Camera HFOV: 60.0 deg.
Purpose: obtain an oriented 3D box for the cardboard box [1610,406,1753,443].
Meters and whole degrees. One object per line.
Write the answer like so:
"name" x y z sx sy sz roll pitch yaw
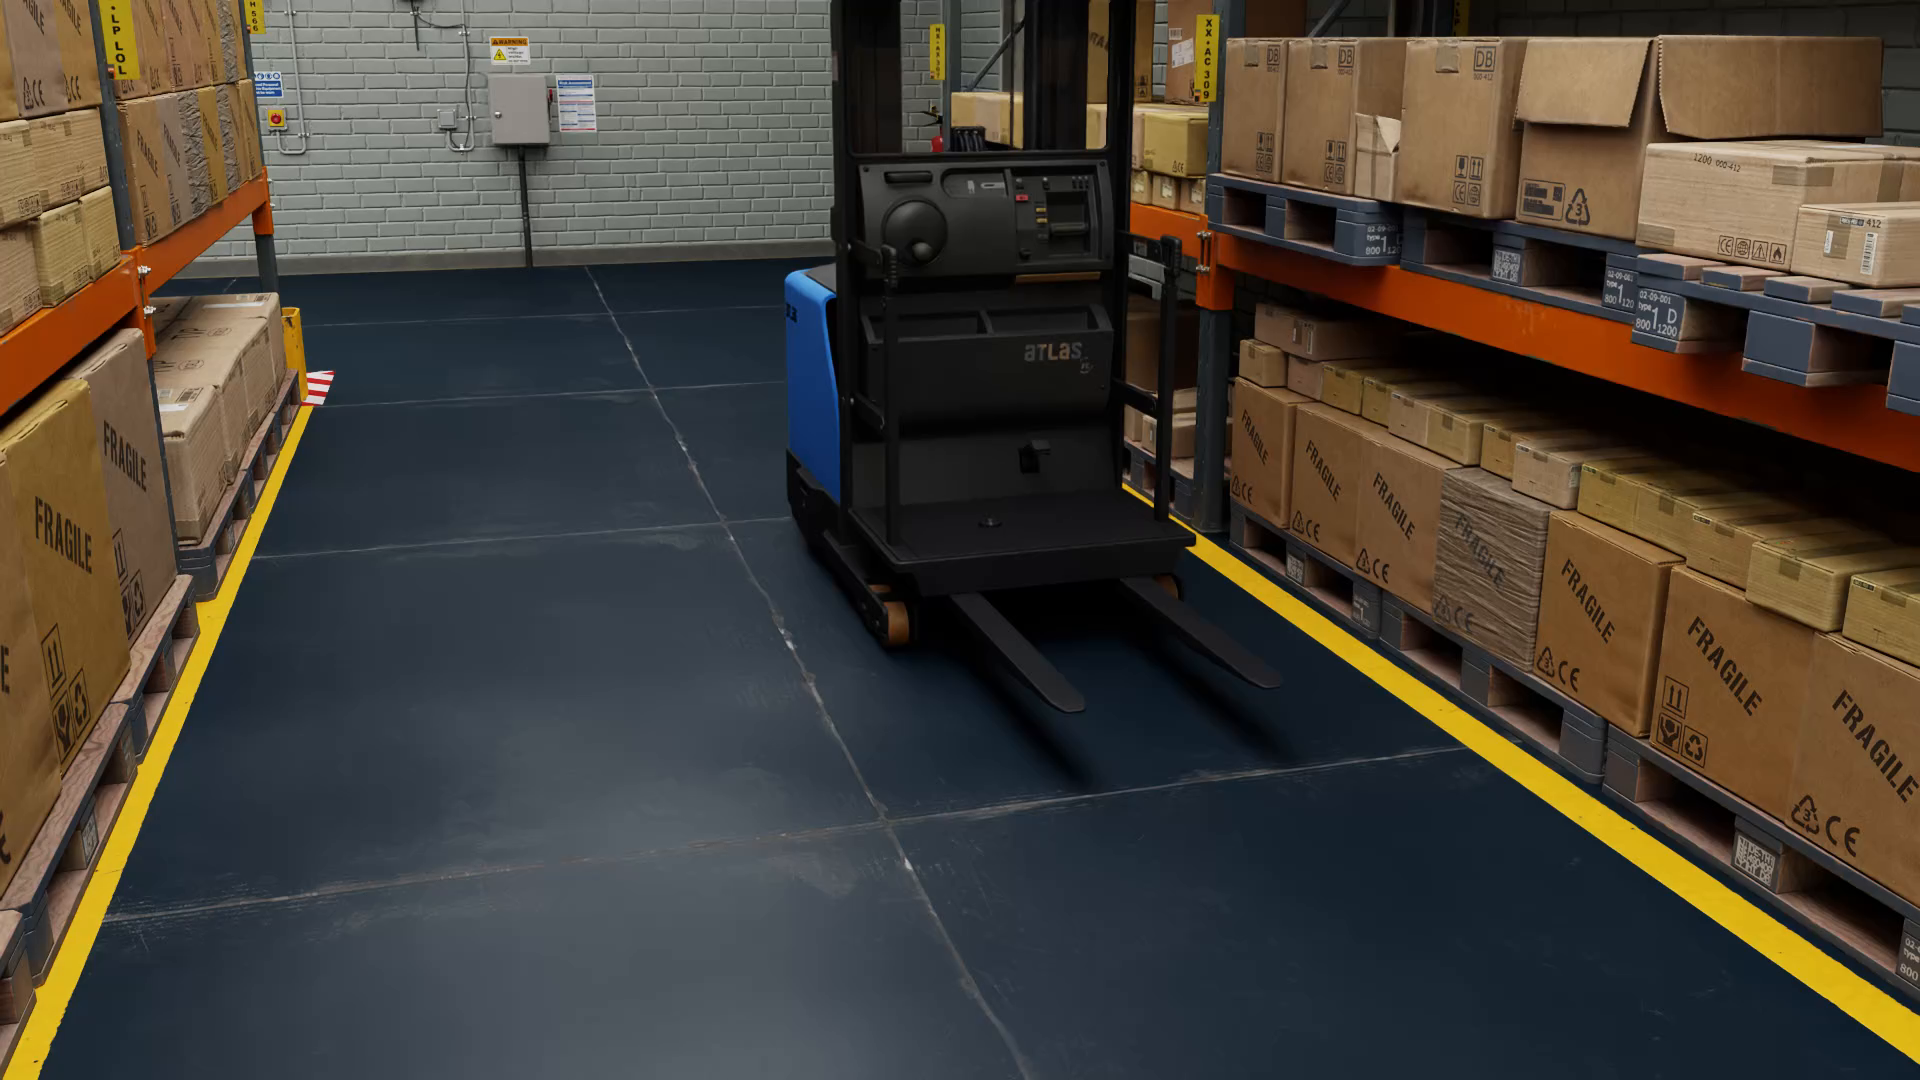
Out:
"cardboard box" 2.302 -0.320 5.291 0.380 0.149 0.250 -5 18 -17

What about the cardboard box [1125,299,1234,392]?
"cardboard box" 0.947 -0.918 8.411 0.700 0.500 0.500 -5 18 -17

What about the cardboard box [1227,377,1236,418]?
"cardboard box" 1.532 -0.626 7.767 0.500 0.311 0.500 -4 17 -13

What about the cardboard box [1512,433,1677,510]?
"cardboard box" 1.869 -0.205 4.909 0.380 0.149 0.250 -6 18 -18

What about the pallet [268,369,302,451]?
"pallet" -4.090 -0.674 8.829 1.003 0.211 1.213 -5 17 -15

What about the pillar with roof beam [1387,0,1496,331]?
"pillar with roof beam" -1.978 -4.308 5.652 9.100 9.000 0.400 -5 17 -15

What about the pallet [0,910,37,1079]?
"pallet" -2.330 1.100 2.923 1.003 0.211 1.213 -5 17 -15

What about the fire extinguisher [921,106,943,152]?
"fire extinguisher" -0.098 -2.406 10.532 0.296 0.674 0.183 -5 17 -15

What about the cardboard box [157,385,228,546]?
"cardboard box" -3.355 -0.274 6.374 0.875 0.438 0.875 -5 17 -16

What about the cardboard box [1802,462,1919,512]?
"cardboard box" 2.564 -0.109 4.589 0.380 0.149 0.250 -6 18 -18

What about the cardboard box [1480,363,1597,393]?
"cardboard box" 2.113 -0.539 6.021 0.380 0.149 0.250 -6 18 -18

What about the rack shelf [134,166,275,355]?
"rack shelf" -3.835 -1.327 7.405 1.077 0.370 4.000 -5 17 -15

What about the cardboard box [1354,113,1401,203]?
"cardboard box" 1.499 -1.234 5.348 0.396 0.266 0.258 -4 17 -13

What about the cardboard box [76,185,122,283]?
"cardboard box" -2.920 -0.942 5.135 0.500 0.250 0.500 -5 17 -17

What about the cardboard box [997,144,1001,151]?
"cardboard box" 0.433 -2.248 9.659 0.380 0.149 0.250 -5 17 -16

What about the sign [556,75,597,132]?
"sign" -3.479 -3.959 15.082 0.329 0.494 0.001 -5 17 -15

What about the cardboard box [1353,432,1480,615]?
"cardboard box" 1.692 -0.079 5.616 0.500 0.500 0.500 -5 17 -17

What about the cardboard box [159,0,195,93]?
"cardboard box" -3.446 -2.078 6.745 0.500 0.500 0.500 -4 17 -14

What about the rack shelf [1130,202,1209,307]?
"rack shelf" 0.937 -1.720 8.715 1.077 0.370 4.000 -5 17 -15

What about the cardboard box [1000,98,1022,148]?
"cardboard box" 0.534 -2.262 9.013 0.500 0.250 0.500 -5 17 -16

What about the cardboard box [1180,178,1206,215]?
"cardboard box" 1.156 -1.459 7.033 0.380 0.149 0.250 -4 17 -14

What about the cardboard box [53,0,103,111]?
"cardboard box" -2.921 -1.541 4.956 0.500 0.500 0.500 -4 17 -13

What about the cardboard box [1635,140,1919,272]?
"cardboard box" 1.984 -0.800 3.934 0.500 0.250 0.500 -6 18 -18

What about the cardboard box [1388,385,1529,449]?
"cardboard box" 1.682 -0.418 5.618 0.380 0.149 0.250 -5 17 -15

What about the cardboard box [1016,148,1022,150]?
"cardboard box" 0.520 -2.025 8.915 0.380 0.149 0.250 -5 17 -17

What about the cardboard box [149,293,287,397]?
"cardboard box" -4.107 -1.024 8.870 0.875 0.438 0.875 -5 18 -17

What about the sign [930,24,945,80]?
"sign" -0.135 -2.989 10.185 0.100 0.325 0.005 -5 17 -15

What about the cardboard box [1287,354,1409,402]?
"cardboard box" 1.479 -0.635 6.340 0.380 0.149 0.250 -5 17 -17

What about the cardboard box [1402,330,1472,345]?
"cardboard box" 1.865 -0.747 6.712 0.380 0.149 0.250 -5 18 -17

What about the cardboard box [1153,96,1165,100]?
"cardboard box" 1.041 -2.302 9.146 0.500 0.250 0.500 -4 17 -14

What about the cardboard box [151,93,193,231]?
"cardboard box" -3.297 -1.456 6.411 0.500 0.500 0.500 -5 17 -15

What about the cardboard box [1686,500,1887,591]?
"cardboard box" 2.071 0.014 4.177 0.380 0.149 0.250 -5 18 -17

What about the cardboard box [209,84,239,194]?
"cardboard box" -3.723 -1.878 7.817 0.500 0.500 0.500 -4 17 -14

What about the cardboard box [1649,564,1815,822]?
"cardboard box" 2.135 0.352 4.182 0.500 0.500 0.500 -5 17 -16

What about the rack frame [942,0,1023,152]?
"rack frame" 0.387 -2.618 10.453 1.000 3.000 0.127 -5 17 -15

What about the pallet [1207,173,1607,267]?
"pallet" 1.601 -1.190 6.033 1.003 0.211 1.213 -5 17 -15

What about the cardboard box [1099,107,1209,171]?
"cardboard box" 0.960 -1.841 7.611 0.500 0.250 0.500 -5 17 -15

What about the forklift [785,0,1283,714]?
"forklift" 0.166 -1.159 5.717 1.130 2.935 3.031 -5 17 -16

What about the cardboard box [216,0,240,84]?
"cardboard box" -3.851 -2.494 8.130 0.500 0.500 0.500 -5 17 -15

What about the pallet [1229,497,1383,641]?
"pallet" 1.746 0.046 6.432 1.003 0.211 1.213 -5 17 -15

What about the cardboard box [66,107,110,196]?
"cardboard box" -2.930 -1.183 5.067 0.500 0.250 0.500 -5 17 -15

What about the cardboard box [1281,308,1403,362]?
"cardboard box" 1.446 -0.780 6.306 0.380 0.149 0.250 -6 18 -18

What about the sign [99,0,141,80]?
"sign" -2.766 -1.680 5.456 0.100 0.325 0.005 -5 17 -15

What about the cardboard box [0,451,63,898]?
"cardboard box" -2.537 0.360 3.502 0.875 0.875 0.875 -4 17 -15
